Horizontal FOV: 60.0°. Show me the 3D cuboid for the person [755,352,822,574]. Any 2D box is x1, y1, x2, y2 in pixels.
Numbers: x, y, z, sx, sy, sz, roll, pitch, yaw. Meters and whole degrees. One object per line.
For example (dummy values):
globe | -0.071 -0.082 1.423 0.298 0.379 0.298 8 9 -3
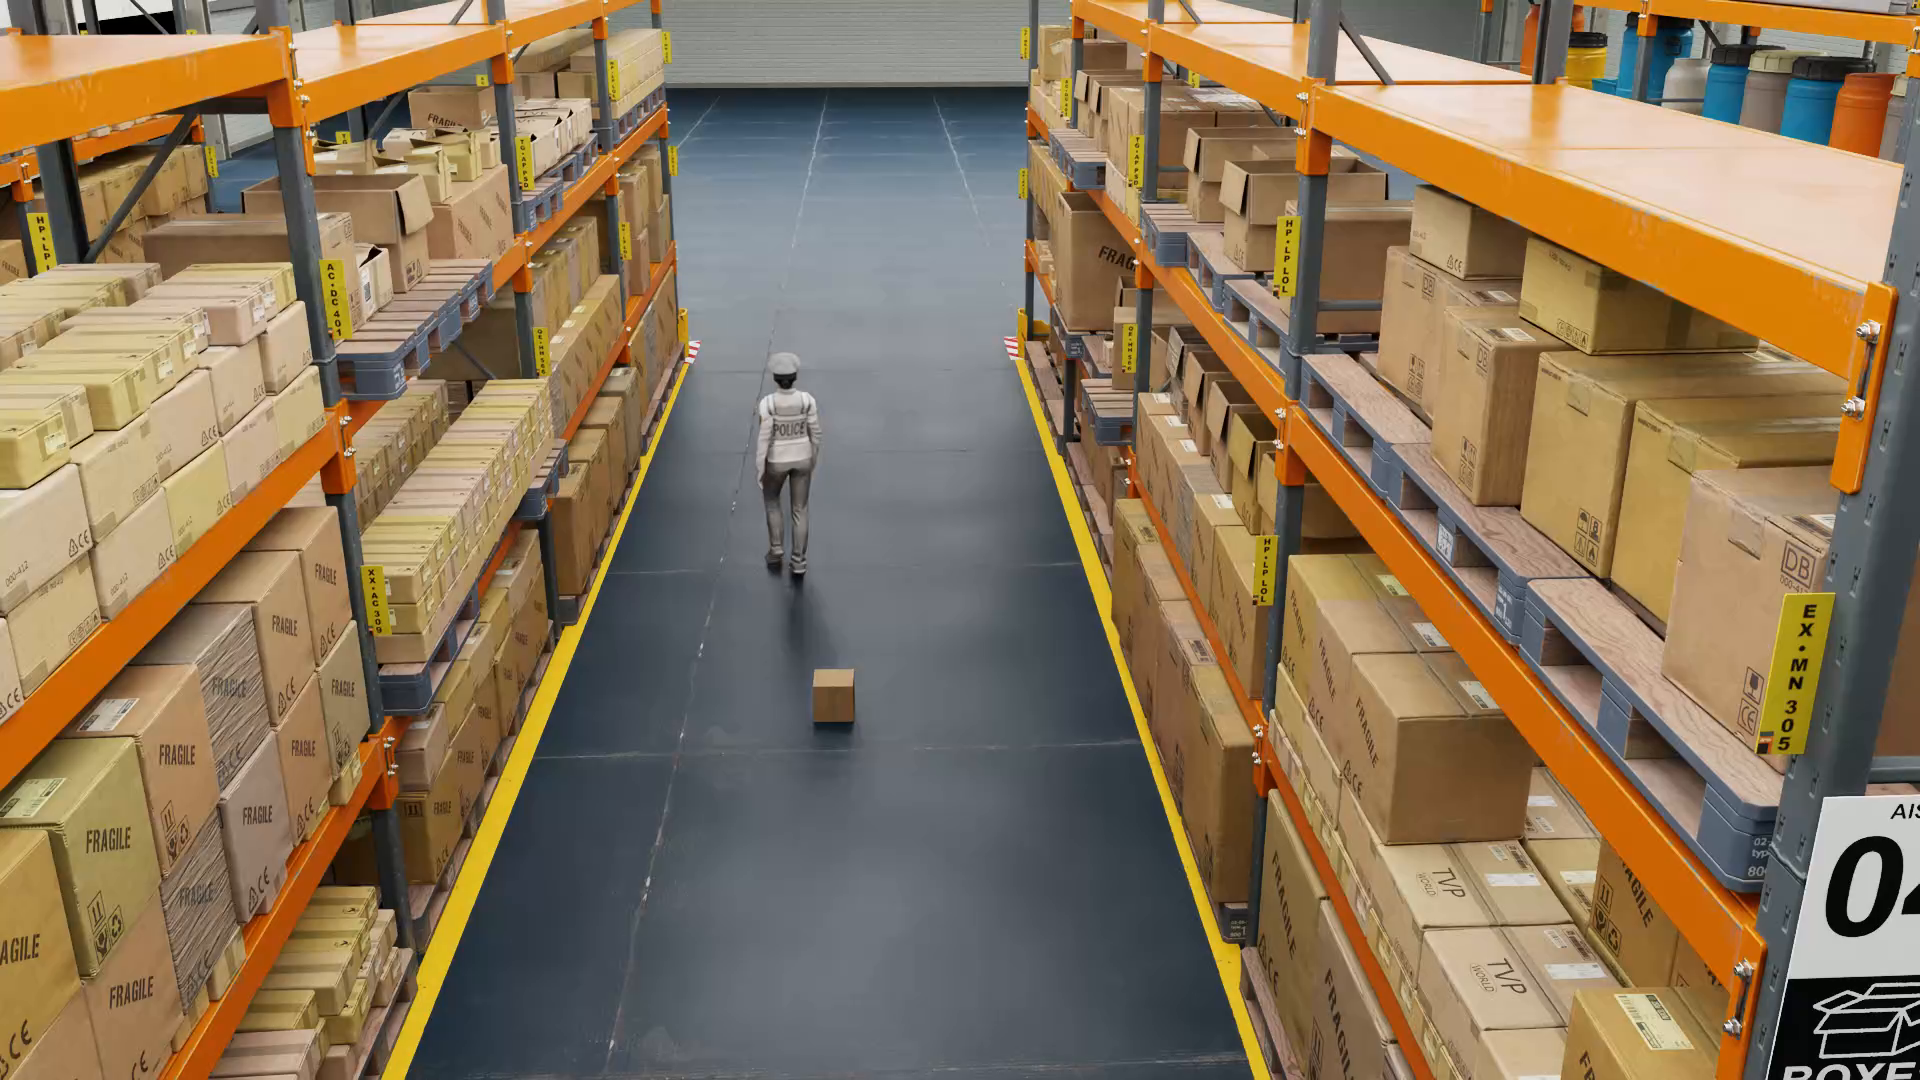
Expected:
person | -1.301 -0.569 12.598 0.525 1.750 0.617 -5 21 -13
